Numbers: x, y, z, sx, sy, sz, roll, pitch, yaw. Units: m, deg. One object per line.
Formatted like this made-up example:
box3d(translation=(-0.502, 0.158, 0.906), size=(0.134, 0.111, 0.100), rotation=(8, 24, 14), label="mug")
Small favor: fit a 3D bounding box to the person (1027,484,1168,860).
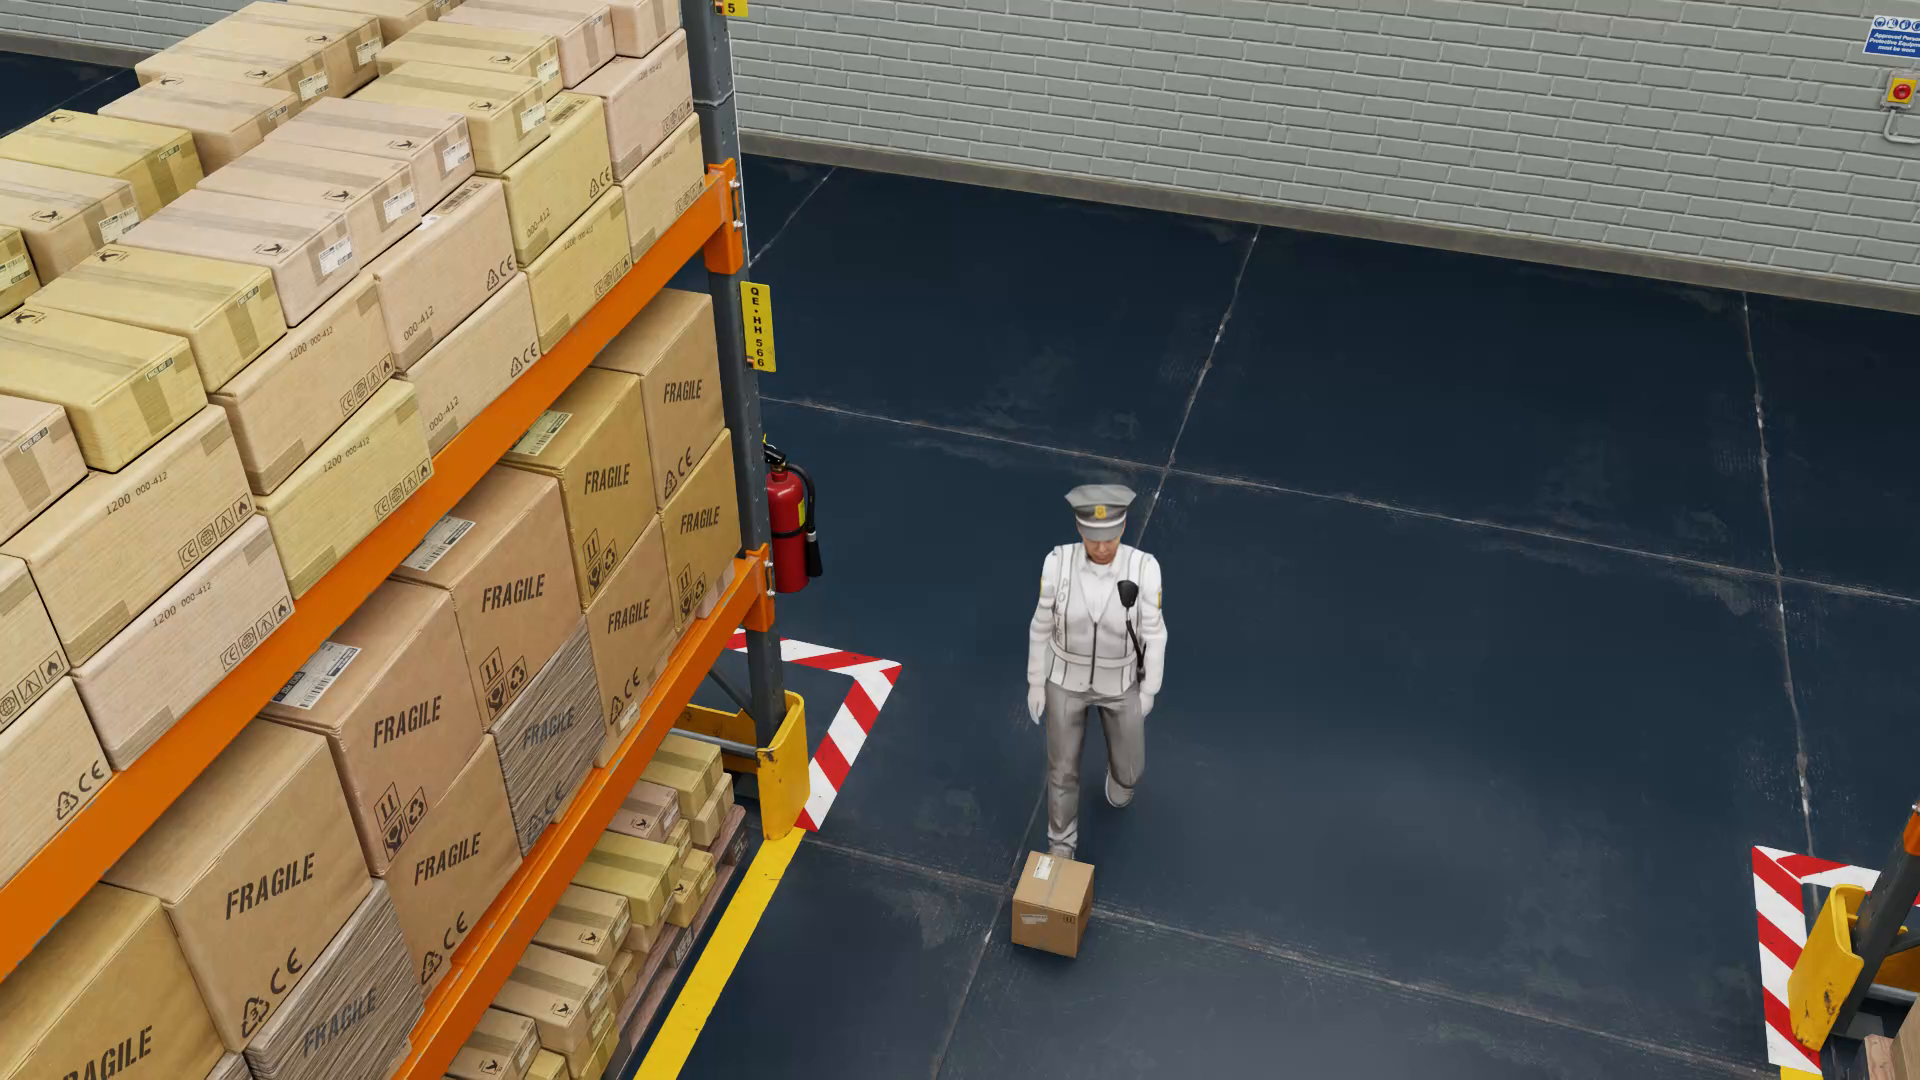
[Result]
box3d(translation=(0.498, 0.533, 6.158), size=(0.503, 1.666, 0.683), rotation=(5, 38, 7), label="person")
